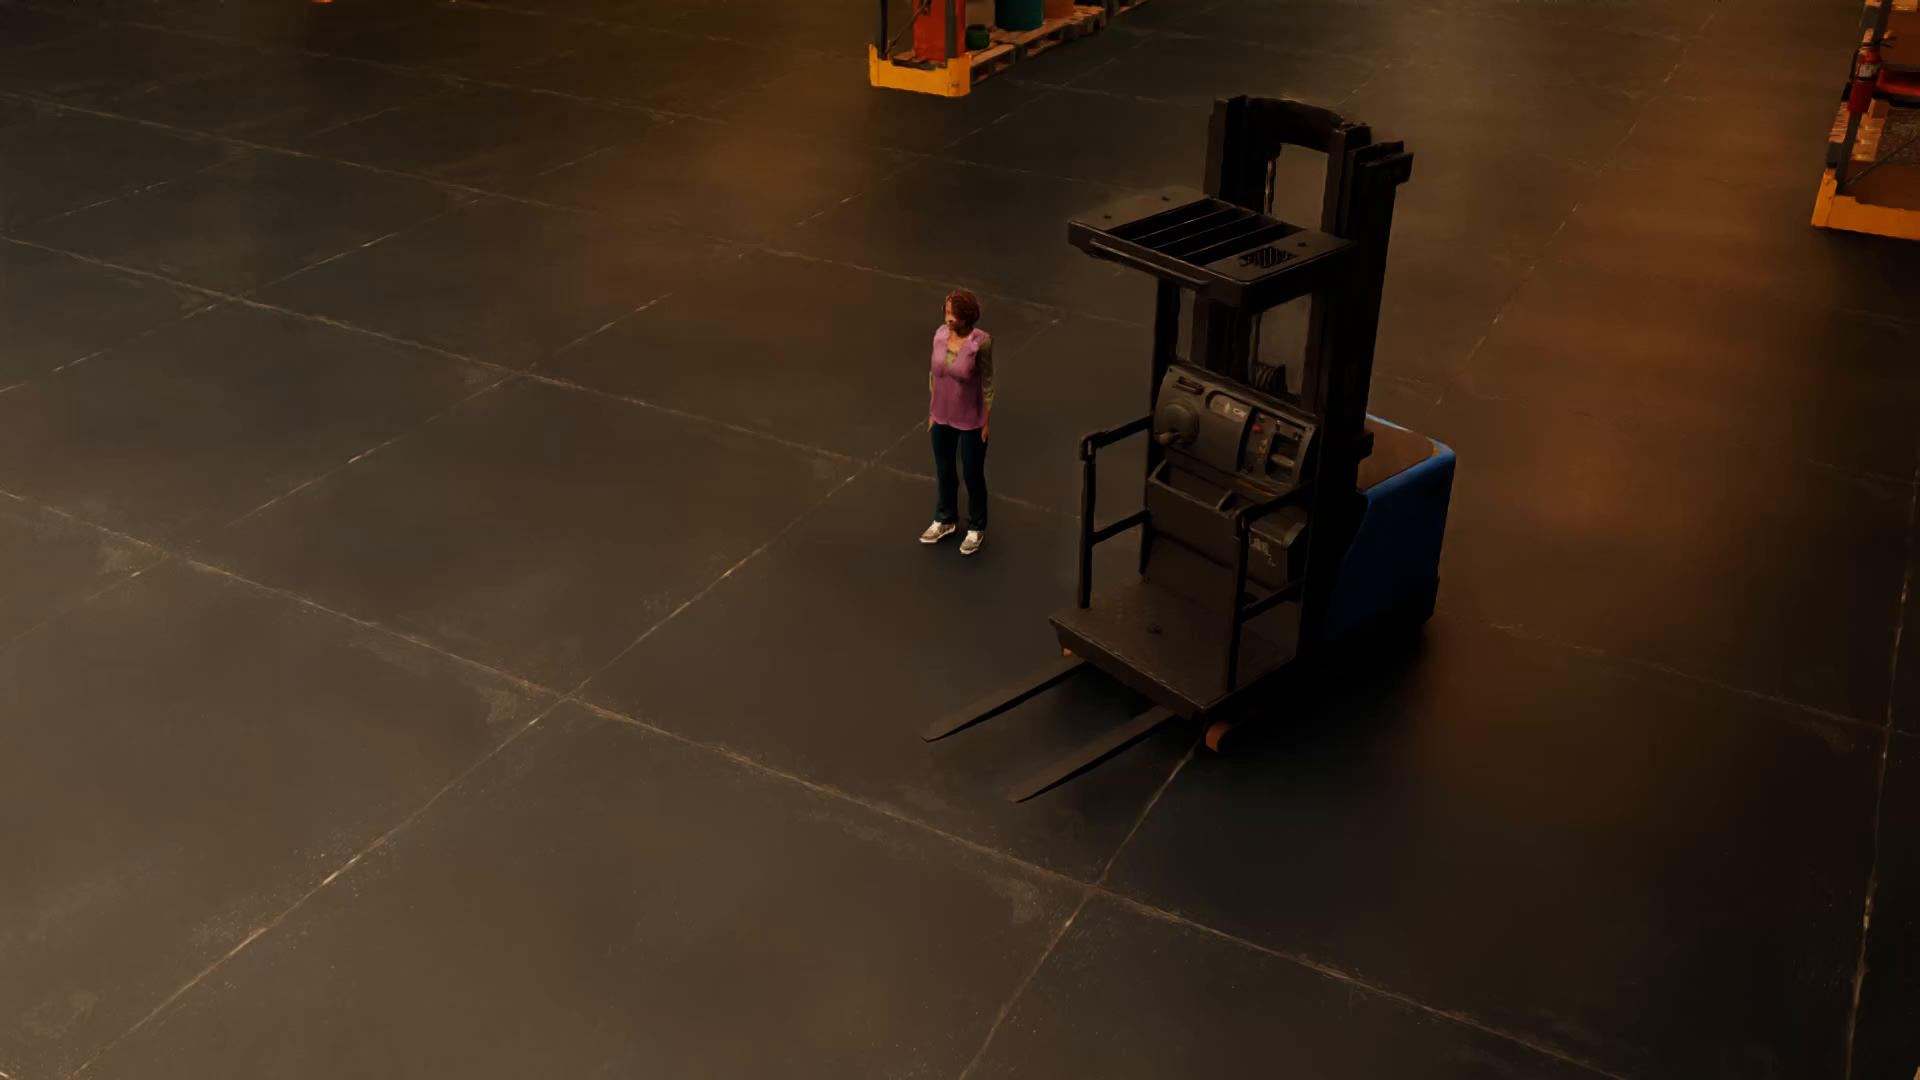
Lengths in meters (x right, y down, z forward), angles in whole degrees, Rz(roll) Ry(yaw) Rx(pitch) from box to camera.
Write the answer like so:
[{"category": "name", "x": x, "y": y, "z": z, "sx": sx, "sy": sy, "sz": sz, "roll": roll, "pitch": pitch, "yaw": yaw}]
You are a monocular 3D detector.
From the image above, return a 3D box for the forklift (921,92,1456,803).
[{"category": "forklift", "x": 1.170, "y": -0.515, "z": 7.964, "sx": 3.031, "sy": 2.935, "sz": 1.130, "roll": -24, "pitch": 37, "yaw": -35}]

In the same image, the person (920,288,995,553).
[{"category": "person", "x": -0.004, "y": -0.690, "z": 9.595, "sx": 0.405, "sy": 1.604, "sz": 0.311, "roll": 15, "pitch": 33, "yaw": 25}]
